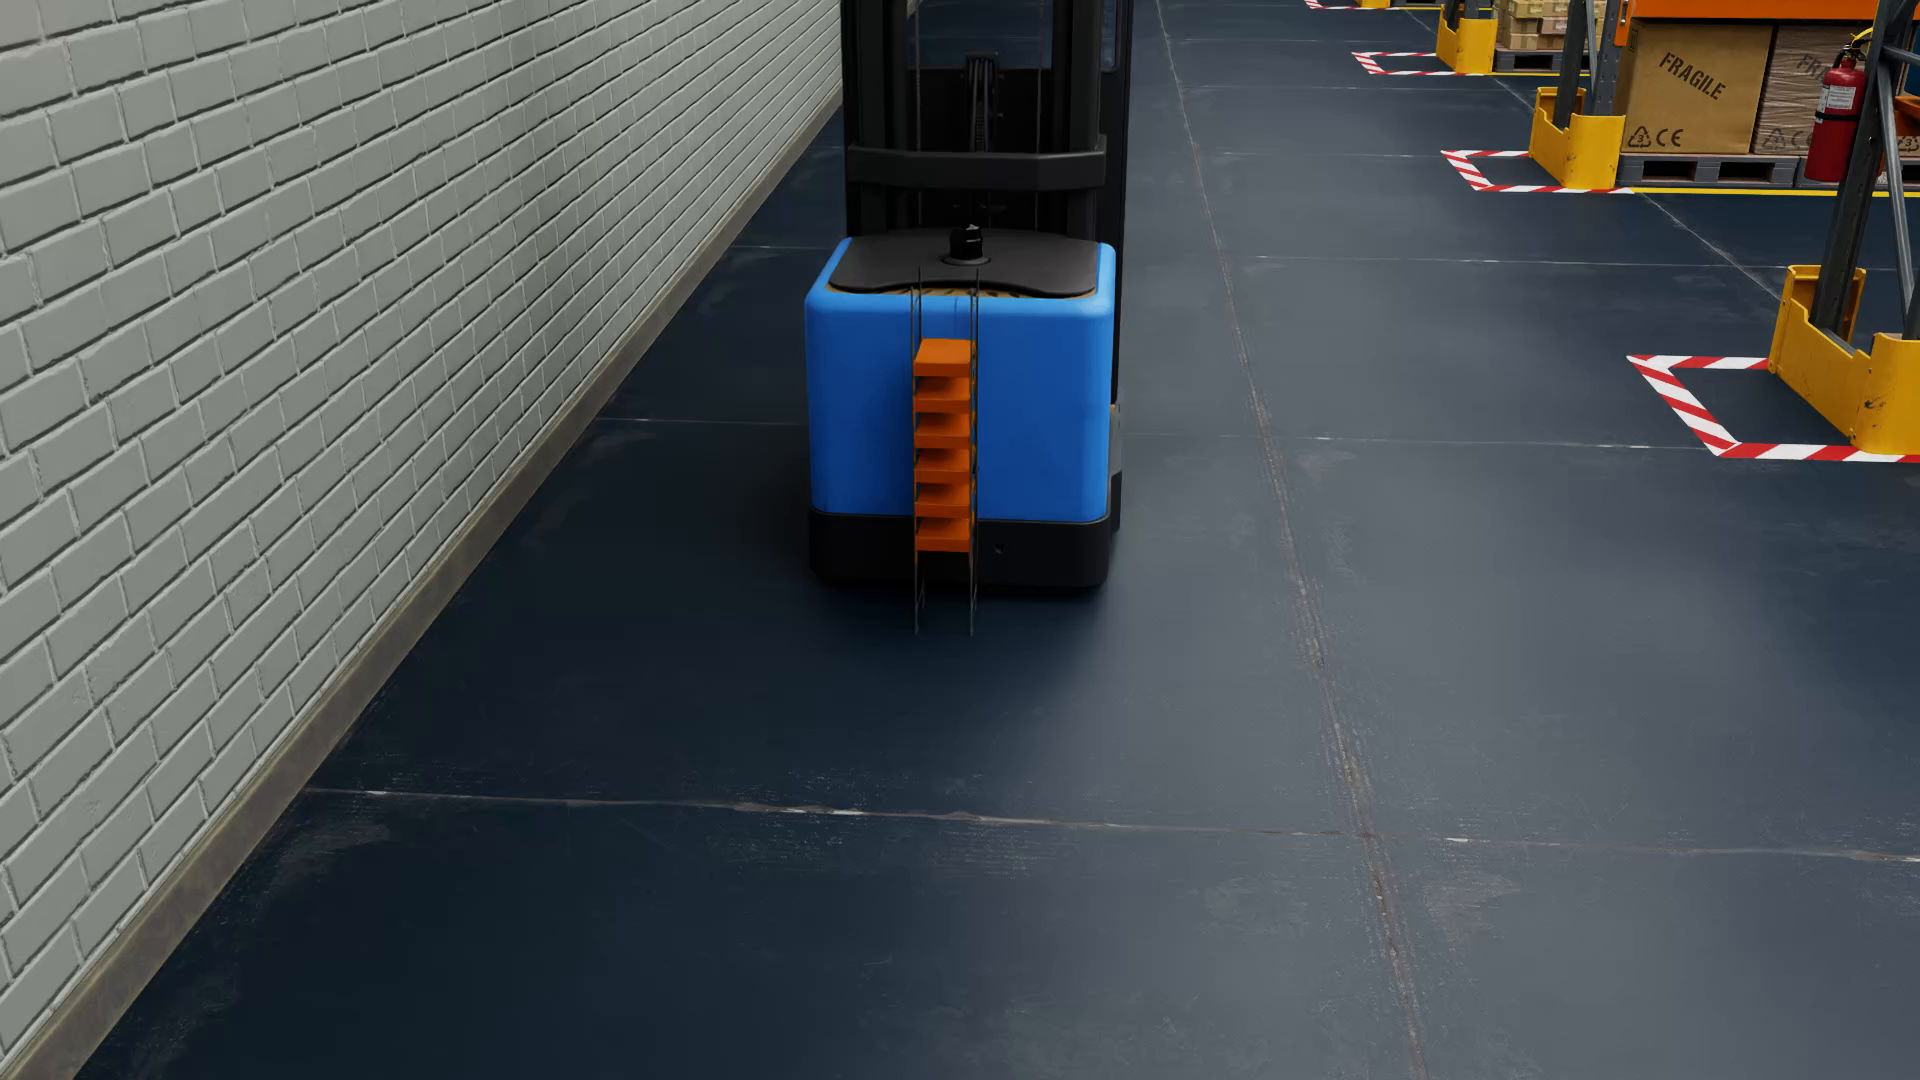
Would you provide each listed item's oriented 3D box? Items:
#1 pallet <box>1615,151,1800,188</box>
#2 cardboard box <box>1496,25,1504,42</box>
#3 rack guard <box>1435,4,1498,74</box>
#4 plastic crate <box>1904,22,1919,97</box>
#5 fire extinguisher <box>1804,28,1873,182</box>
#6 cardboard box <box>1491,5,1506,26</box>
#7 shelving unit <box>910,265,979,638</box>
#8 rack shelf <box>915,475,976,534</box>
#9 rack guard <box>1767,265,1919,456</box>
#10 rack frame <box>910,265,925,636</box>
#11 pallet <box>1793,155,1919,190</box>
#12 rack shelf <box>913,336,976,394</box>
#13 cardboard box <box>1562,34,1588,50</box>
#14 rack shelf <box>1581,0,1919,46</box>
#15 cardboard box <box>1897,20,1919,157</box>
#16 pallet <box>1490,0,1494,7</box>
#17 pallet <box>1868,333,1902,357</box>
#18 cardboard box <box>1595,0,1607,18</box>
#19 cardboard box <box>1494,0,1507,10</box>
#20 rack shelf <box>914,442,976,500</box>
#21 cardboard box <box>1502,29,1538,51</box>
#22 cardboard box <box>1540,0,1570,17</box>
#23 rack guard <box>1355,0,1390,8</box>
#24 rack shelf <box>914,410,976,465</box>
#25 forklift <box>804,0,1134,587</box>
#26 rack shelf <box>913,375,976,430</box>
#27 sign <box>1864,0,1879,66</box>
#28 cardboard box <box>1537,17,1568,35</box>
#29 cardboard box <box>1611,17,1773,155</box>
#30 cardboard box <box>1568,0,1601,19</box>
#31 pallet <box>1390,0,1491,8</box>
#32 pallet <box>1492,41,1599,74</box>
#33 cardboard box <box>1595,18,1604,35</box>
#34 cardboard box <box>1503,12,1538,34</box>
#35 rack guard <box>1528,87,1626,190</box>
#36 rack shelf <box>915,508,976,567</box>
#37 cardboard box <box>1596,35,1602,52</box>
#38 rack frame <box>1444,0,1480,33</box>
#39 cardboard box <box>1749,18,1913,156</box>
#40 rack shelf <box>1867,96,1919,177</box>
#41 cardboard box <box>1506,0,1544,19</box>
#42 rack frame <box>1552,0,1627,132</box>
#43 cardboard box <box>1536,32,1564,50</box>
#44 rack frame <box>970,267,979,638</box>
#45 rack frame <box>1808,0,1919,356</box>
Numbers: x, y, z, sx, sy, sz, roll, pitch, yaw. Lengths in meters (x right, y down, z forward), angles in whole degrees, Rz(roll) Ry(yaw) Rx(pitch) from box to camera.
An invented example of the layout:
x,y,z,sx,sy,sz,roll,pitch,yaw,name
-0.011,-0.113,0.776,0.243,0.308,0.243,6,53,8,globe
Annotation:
x,y,z,sx,sy,sz,roll,pitch,yaw,name
5.244,-2.774,12.026,1.213,0.211,1.003,2,25,4,pallet
5.462,-5.064,16.574,0.250,0.149,0.380,2,25,5,cardboard box
4.997,-4.960,16.431,0.348,0.500,1.175,2,25,4,rack guard
4.410,-2.080,7.068,0.499,0.435,0.616,2,25,4,plastic crate
3.946,-1.959,7.458,0.183,0.674,0.296,2,25,4,fire extinguisher
5.470,-5.231,16.581,0.250,0.149,0.380,1,25,3,cardboard box
-0.045,-0.271,5.402,0.189,1.200,0.258,2,25,5,shelving unit
-0.045,-0.123,5.472,0.180,0.103,0.258,2,25,5,rack shelf
4.037,-0.829,7.454,0.348,0.500,1.175,2,25,4,rack guard
-0.137,-0.275,5.410,0.006,1.200,0.240,2,25,5,rack frame
6.457,-2.734,11.939,1.213,0.211,1.003,2,25,4,pallet
-0.046,-0.557,5.268,0.180,0.103,0.258,2,25,5,rack shelf
5.935,-4.864,16.140,0.250,0.149,0.380,2,25,5,cardboard box
6.435,-3.643,11.439,4.000,0.370,1.077,2,25,4,rack shelf
6.880,-3.215,11.687,0.875,0.875,0.875,2,25,4,cardboard box
7.216,-6.864,20.915,1.213,0.211,1.003,2,25,4,pallet
4.881,-0.660,7.432,1.213,0.211,1.003,2,25,4,pallet
6.197,-5.112,15.967,0.250,0.149,0.380,1,25,1,cardboard box
5.469,-5.352,16.490,0.250,0.149,0.380,2,25,5,cardboard box
-0.045,-0.231,5.421,0.180,0.103,0.258,2,25,5,rack shelf
5.419,-4.843,16.095,0.250,0.149,0.380,2,25,5,cardboard box
5.702,-5.147,16.043,0.250,0.149,0.380,2,25,5,cardboard box
5.176,-7.029,20.929,0.348,0.500,1.175,2,25,4,rack guard
-0.046,-0.340,5.370,0.180,0.103,0.258,2,25,5,rack shelf
0.122,-1.749,6.545,1.130,2.935,3.031,2,25,5,forklift
-0.046,-0.448,5.319,0.180,0.103,0.258,2,25,5,rack shelf
4.088,-2.273,7.407,0.005,0.325,0.100,2,25,4,sign
5.693,-4.973,16.021,0.250,0.149,0.380,2,25,4,cardboard box
5.085,-3.272,11.812,0.875,0.875,0.875,2,25,4,cardboard box
5.943,-5.085,15.910,0.250,0.149,0.380,2,25,4,cardboard box
6.003,-6.904,21.003,1.213,0.211,1.003,2,25,4,pallet
5.805,-4.788,16.403,1.213,0.211,1.003,2,25,4,pallet
6.191,-4.948,15.968,0.250,0.149,0.380,3,25,6,cardboard box
5.424,-5.005,16.091,0.250,0.149,0.380,3,25,6,cardboard box
4.417,-2.899,11.952,0.348,0.500,1.175,2,25,4,rack guard
-0.045,-0.014,5.523,0.180,0.103,0.258,2,25,5,rack shelf
6.181,-4.810,16.023,0.250,0.149,0.380,2,25,5,cardboard box
4.922,-6.098,15.914,0.127,3.000,1.000,2,25,4,rack frame
5.993,-3.243,11.749,0.875,0.875,0.875,2,25,4,cardboard box
6.056,-1.579,6.953,4.000,0.370,1.077,2,25,4,rack shelf
5.418,-5.105,15.953,0.250,0.149,0.380,1,25,2,cardboard box
4.441,-4.034,11.428,0.127,3.000,1.000,2,25,4,rack frame
5.687,-4.869,16.151,0.250,0.149,0.380,2,25,4,cardboard box
0.046,-0.268,5.394,0.006,1.200,0.240,2,25,5,rack frame
4.062,-1.970,6.942,0.127,3.000,1.000,2,25,4,rack frame
